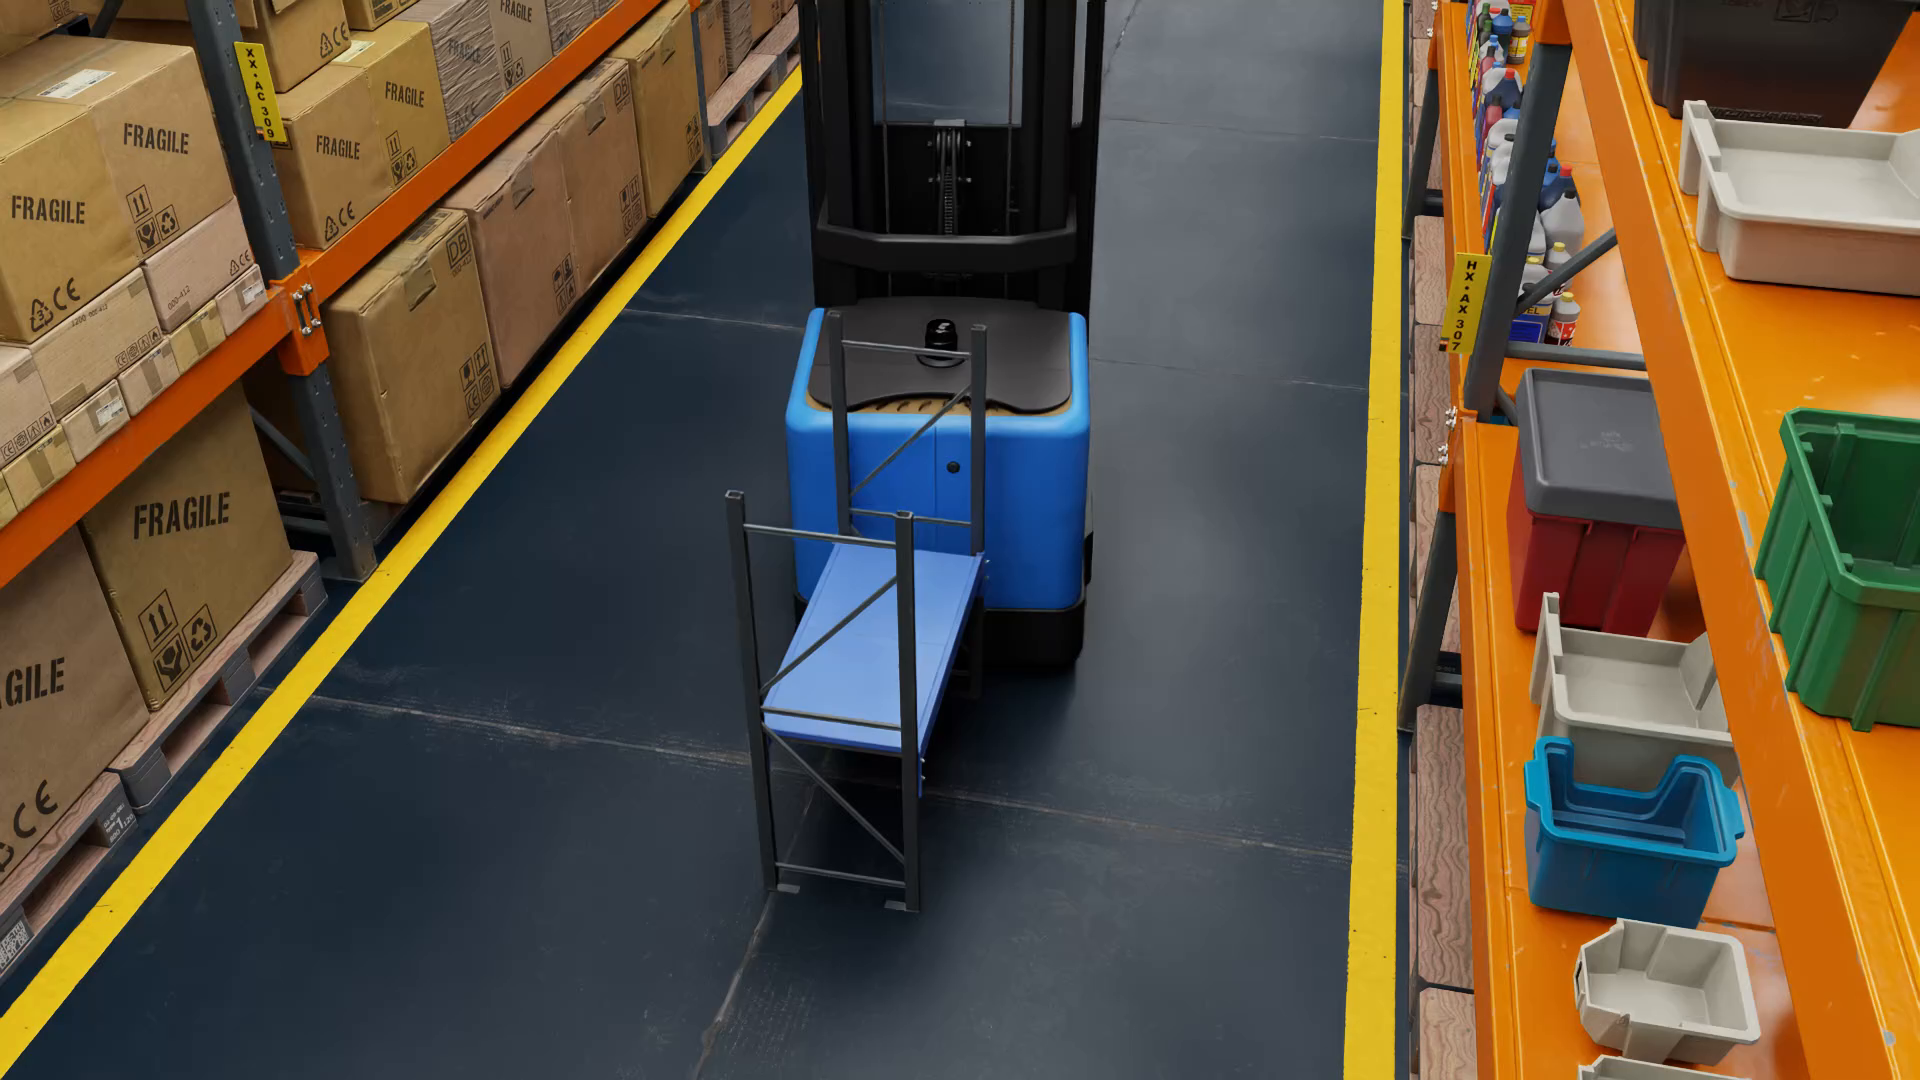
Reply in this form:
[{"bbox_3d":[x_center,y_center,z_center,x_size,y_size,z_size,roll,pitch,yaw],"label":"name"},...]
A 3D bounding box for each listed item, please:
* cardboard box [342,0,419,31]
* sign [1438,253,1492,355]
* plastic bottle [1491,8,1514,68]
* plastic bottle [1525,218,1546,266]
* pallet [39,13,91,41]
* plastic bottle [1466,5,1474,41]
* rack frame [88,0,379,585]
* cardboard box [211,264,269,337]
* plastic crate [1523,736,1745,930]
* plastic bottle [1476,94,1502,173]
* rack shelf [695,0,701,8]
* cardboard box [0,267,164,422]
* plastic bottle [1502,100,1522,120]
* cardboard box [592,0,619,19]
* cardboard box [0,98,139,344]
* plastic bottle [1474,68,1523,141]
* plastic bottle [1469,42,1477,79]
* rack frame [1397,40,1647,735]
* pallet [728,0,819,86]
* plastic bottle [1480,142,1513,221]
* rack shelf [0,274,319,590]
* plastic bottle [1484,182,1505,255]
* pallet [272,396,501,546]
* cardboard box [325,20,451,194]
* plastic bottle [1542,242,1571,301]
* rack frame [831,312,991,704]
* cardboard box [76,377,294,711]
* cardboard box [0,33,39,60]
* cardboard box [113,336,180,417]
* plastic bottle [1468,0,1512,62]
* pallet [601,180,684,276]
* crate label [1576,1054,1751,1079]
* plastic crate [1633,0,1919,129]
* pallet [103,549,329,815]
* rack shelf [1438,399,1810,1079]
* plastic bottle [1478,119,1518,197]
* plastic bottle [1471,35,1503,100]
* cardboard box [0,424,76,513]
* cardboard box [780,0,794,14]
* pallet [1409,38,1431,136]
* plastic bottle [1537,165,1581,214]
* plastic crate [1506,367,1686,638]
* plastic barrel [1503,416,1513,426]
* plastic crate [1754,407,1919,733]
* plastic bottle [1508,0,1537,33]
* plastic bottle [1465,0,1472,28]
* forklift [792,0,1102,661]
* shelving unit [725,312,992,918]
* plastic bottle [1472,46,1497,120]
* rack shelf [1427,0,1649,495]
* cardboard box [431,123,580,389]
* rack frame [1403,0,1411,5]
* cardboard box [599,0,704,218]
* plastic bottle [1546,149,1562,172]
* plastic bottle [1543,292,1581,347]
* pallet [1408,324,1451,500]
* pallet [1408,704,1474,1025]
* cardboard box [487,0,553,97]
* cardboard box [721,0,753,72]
[{"bbox_3d":[-2.522,-2.341,6.484,0.797,0.503,0.637,8,37,10],"label":"cardboard box"},{"bbox_3d":[1.493,-0.697,4.919,0.100,0.325,0.005,7,37,10],"label":"sign"},{"bbox_3d":[2.385,-2.212,7.356,0.097,0.271,0.097,0,36,0],"label":"plastic bottle"},{"bbox_3d":[1.876,-0.940,5.597,0.152,0.276,0.135,7,37,10],"label":"plastic bottle"},{"bbox_3d":[-6.536,-3.422,11.291,1.003,0.211,1.213,7,37,10],"label":"pallet"},{"bbox_3d":[2.404,-2.401,7.676,0.097,0.201,0.097,0,36,0],"label":"plastic bottle"},{"bbox_3d":[-2.809,-1.135,5.760,1.000,3.000,0.127,7,37,10],"label":"rack frame"},{"bbox_3d":[-2.554,-0.818,5.536,0.380,0.149,0.250,8,37,10],"label":"cardboard box"},{"bbox_3d":[1.364,0.613,3.440,0.416,0.233,0.300,7,37,10],"label":"plastic crate"},{"bbox_3d":[2.067,-1.581,6.474,0.061,0.283,0.133,7,37,10],"label":"plastic bottle"},{"bbox_3d":[-1.527,-4.284,10.718,1.077,0.370,4.000,7,37,10],"label":"rack shelf"},{"bbox_3d":[-2.755,-0.612,4.913,0.500,0.250,0.500,8,37,11],"label":"cardboard box"},{"bbox_3d":[2.148,-1.576,6.479,0.097,0.271,0.097,0,36,0],"label":"plastic bottle"},{"bbox_3d":[-1.930,-2.870,8.069,0.500,0.500,0.500,7,37,10],"label":"cardboard box"},{"bbox_3d":[-2.757,-0.915,4.692,0.500,0.500,0.500,8,37,10],"label":"cardboard box"},{"bbox_3d":[2.180,-1.755,6.721,0.152,0.276,0.135,7,37,10],"label":"plastic bottle"},{"bbox_3d":[2.297,-2.115,7.281,0.097,0.201,0.097,0,36,0],"label":"plastic bottle"},{"bbox_3d":[2.030,-0.514,4.904,1.000,3.000,0.127,7,37,10],"label":"rack frame"},{"bbox_3d":[-1.523,-3.445,11.323,1.003,0.211,1.213,7,37,10],"label":"pallet"},{"bbox_3d":[2.013,-1.306,6.102,0.152,0.276,0.135,7,37,10],"label":"plastic bottle"},{"bbox_3d":[-3.236,0.303,4.390,1.077,0.370,4.000,7,37,10],"label":"rack shelf"},{"bbox_3d":[1.946,-1.168,5.848,0.144,0.351,0.185,7,37,10],"label":"plastic bottle"},{"bbox_3d":[-2.717,-0.458,7.202,1.003,0.211,1.213,7,37,10],"label":"pallet"},{"bbox_3d":[-2.360,-1.697,6.450,0.500,0.500,0.500,7,37,10],"label":"cardboard box"},{"bbox_3d":[2.002,-0.905,5.612,0.097,0.201,0.097,0,36,0],"label":"plastic bottle"},{"bbox_3d":[-0.152,-0.061,5.557,0.500,1.500,0.032,7,37,10],"label":"rack frame"},{"bbox_3d":[-3.028,-0.077,5.752,0.875,0.875,0.875,7,37,10],"label":"cardboard box"},{"bbox_3d":[-3.161,-1.256,5.162,0.500,0.500,0.500,7,37,10],"label":"cardboard box"},{"bbox_3d":[-2.663,-0.523,5.130,0.380,0.149,0.250,7,36,9],"label":"cardboard box"},{"bbox_3d":[2.377,-2.285,7.452,0.152,0.276,0.135,7,37,10],"label":"plastic bottle"},{"bbox_3d":[-2.196,-1.857,9.132,1.003,0.211,1.213,7,37,10],"label":"pallet"},{"bbox_3d":[1.285,1.044,2.927,0.396,0.136,0.243,7,37,10],"label":"crate label"},{"bbox_3d":[1.497,-0.998,3.127,0.497,0.269,0.590,7,37,10],"label":"plastic crate"},{"bbox_3d":[-3.047,0.420,5.991,1.003,0.211,1.213,7,37,10],"label":"pallet"},{"bbox_3d":[1.603,0.923,3.533,1.077,0.370,4.000,7,37,10],"label":"rack shelf"},{"bbox_3d":[2.062,-1.439,6.286,0.152,0.276,0.135,7,37,10],"label":"plastic bottle"},{"bbox_3d":[2.248,-2.011,7.078,0.097,0.271,0.097,0,36,0],"label":"plastic bottle"},{"bbox_3d":[-2.773,-0.228,4.722,0.380,0.149,0.250,8,37,11],"label":"cardboard box"},{"bbox_3d":[-1.491,-3.947,11.394,0.700,0.500,0.500,4,36,6],"label":"cardboard box"},{"bbox_3d":[3.351,-2.815,10.454,1.003,0.211,1.213,7,37,10],"label":"pallet"},{"bbox_3d":[2.087,-1.150,5.823,0.144,0.351,0.185,7,37,10],"label":"plastic bottle"},{"bbox_3d":[1.594,-0.084,4.205,0.402,0.464,0.583,7,37,10],"label":"plastic crate"},{"bbox_3d":[2.163,-0.145,5.824,0.600,0.901,0.708,7,37,10],"label":"plastic barrel"},{"bbox_3d":[1.107,0.049,1.751,0.450,0.188,0.336,7,37,10],"label":"plastic crate"},{"bbox_3d":[2.625,-2.531,7.792,0.152,0.276,0.135,7,37,10],"label":"plastic bottle"},{"bbox_3d":[2.476,-2.550,7.818,0.152,0.276,0.135,7,37,10],"label":"plastic bottle"},{"bbox_3d":[-0.042,-1.580,6.432,1.130,2.935,3.031,0,36,0],"label":"forklift"},{"bbox_3d":[-0.259,0.230,5.154,0.538,1.500,1.048,7,37,10],"label":"shelving unit"},{"bbox_3d":[2.185,-1.896,6.910,0.061,0.283,0.133,7,37,10],"label":"plastic bottle"},{"bbox_3d":[2.457,-1.370,6.697,1.077,0.370,4.000,7,37,10],"label":"rack shelf"},{"bbox_3d":[-2.501,-1.327,7.477,1.225,0.875,0.875,6,36,8],"label":"cardboard box"},{"bbox_3d":[3.739,-5.101,11.232,1.000,3.000,0.127,7,37,10],"label":"rack frame"},{"bbox_3d":[-2.122,-2.345,8.882,1.225,0.875,0.875,6,36,8],"label":"cardboard box"},{"bbox_3d":[2.139,-1.300,6.097,0.097,0.271,0.097,0,36,0],"label":"plastic bottle"},{"bbox_3d":[1.924,-0.696,5.323,0.097,0.201,0.097,0,36,0],"label":"plastic bottle"},{"bbox_3d":[2.494,-0.524,7.293,1.003,0.211,1.213,7,37,10],"label":"pallet"},{"bbox_3d":[1.911,1.041,5.134,1.003,0.211,1.213,7,37,10],"label":"pallet"},{"bbox_3d":[-2.147,-2.280,7.255,0.500,0.500,0.500,8,37,11],"label":"cardboard box"},{"bbox_3d":[-1.725,-3.301,10.503,0.700,0.500,0.500,4,36,6],"label":"cardboard box"}]
